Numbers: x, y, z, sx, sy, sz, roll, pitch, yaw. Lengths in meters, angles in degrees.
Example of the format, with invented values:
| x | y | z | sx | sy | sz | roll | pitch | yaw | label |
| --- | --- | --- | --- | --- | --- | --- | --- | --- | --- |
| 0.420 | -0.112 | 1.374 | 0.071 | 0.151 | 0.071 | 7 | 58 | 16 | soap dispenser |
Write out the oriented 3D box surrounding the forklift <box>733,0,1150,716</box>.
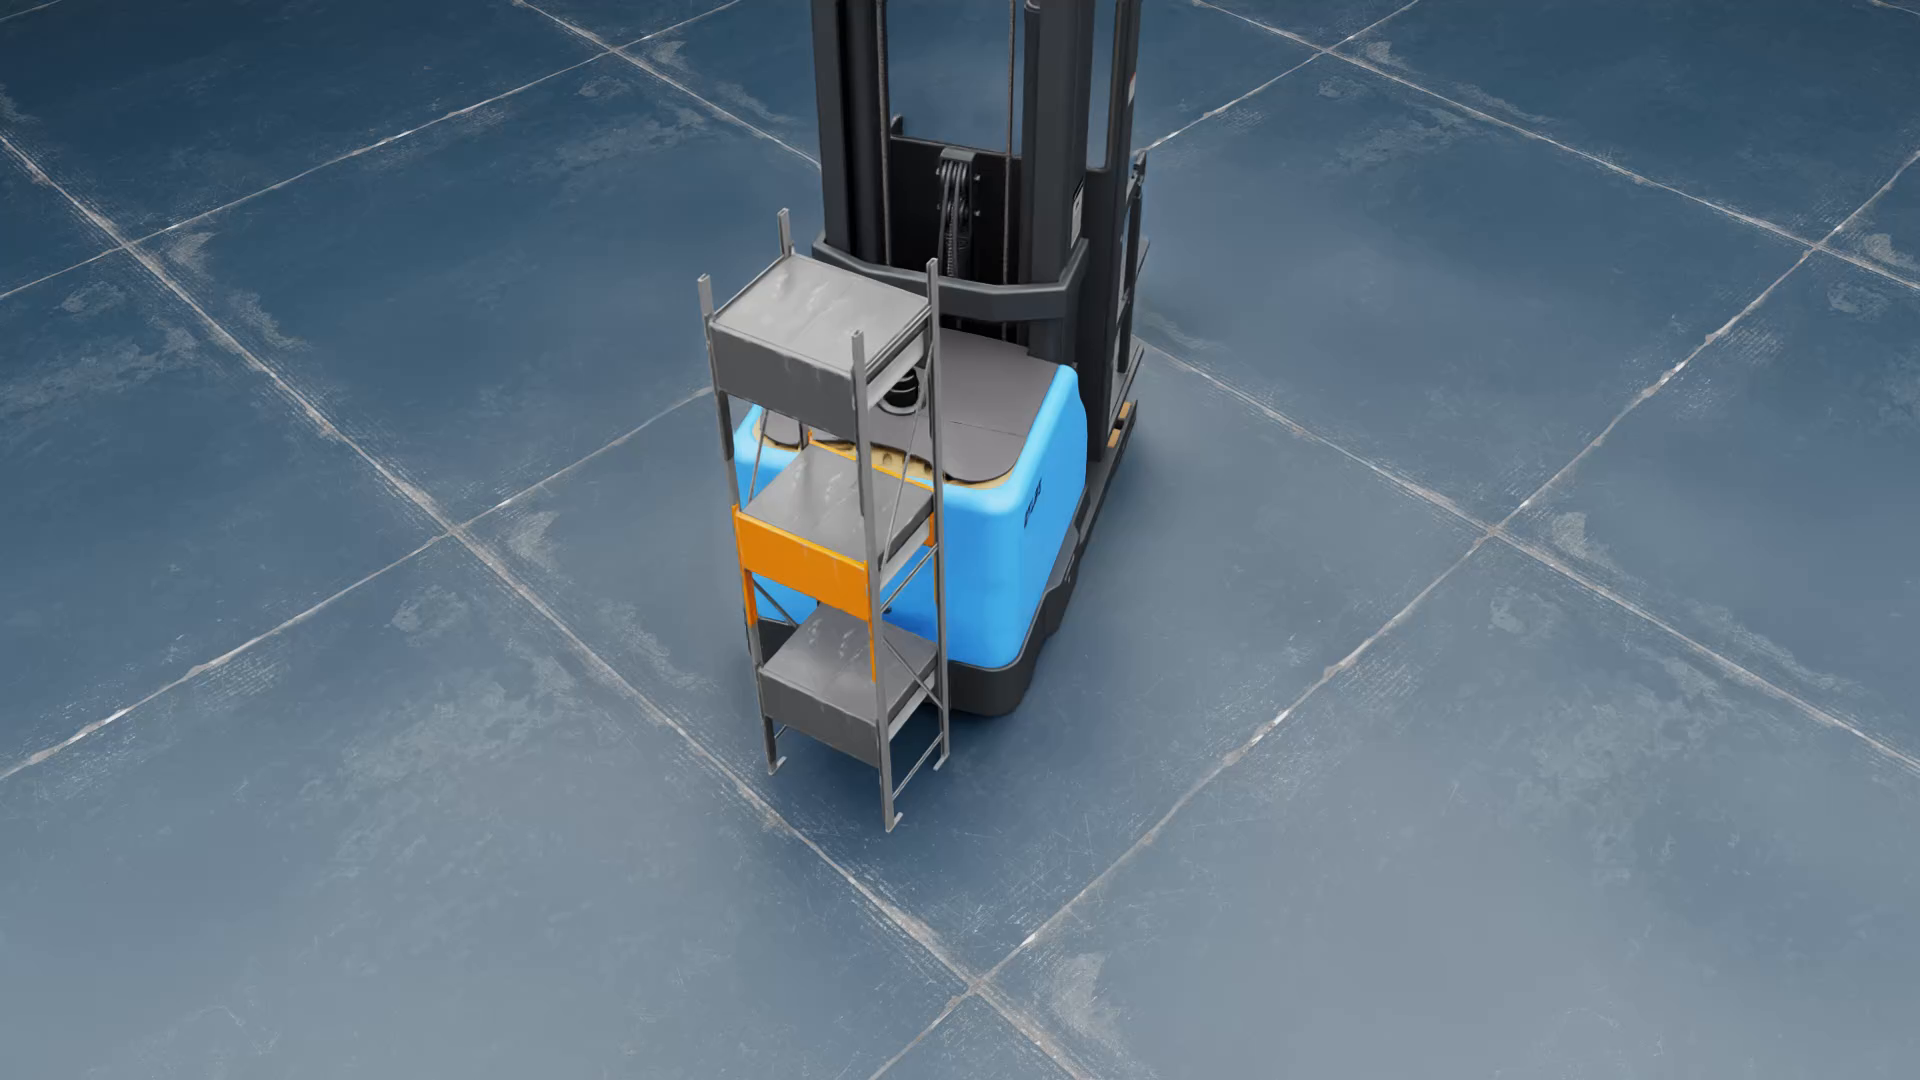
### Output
| x | y | z | sx | sy | sz | roll | pitch | yaw | label |
| --- | --- | --- | --- | --- | --- | --- | --- | --- | --- |
| 0.135 | -1.460 | 6.170 | 1.130 | 2.935 | 3.031 | 12 | 44 | 13 | forklift |

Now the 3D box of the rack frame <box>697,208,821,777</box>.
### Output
| x | y | z | sx | sy | sz | roll | pitch | yaw | label |
| --- | --- | --- | --- | --- | --- | --- | --- | --- | --- |
| -0.576 | -0.048 | 5.247 | 0.015 | 2.100 | 0.400 | 22 | 48 | 22 | rack frame |

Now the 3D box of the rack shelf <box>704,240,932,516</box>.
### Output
| x | y | z | sx | sy | sz | roll | pitch | yaw | label |
| --- | --- | --- | --- | --- | --- | --- | --- | --- | --- |
| -0.374 | -0.458 | 4.680 | 0.480 | 0.518 | 0.431 | 22 | 48 | 22 | rack shelf |

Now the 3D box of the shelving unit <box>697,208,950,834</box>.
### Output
| x | y | z | sx | sy | sz | roll | pitch | yaw | label |
| --- | --- | --- | --- | --- | --- | --- | --- | --- | --- |
| -0.366 | 0.037 | 5.155 | 0.503 | 2.100 | 0.431 | 22 | 48 | 22 | shelving unit |

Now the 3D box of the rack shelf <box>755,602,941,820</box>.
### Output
| x | y | z | sx | sy | sz | roll | pitch | yaw | label |
| --- | --- | --- | --- | --- | --- | --- | --- | --- | --- |
| -0.358 | 0.552 | 5.649 | 0.480 | 0.518 | 0.431 | 22 | 48 | 22 | rack shelf |

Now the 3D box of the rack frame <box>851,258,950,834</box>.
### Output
| x | y | z | sx | sy | sz | roll | pitch | yaw | label |
| --- | --- | --- | --- | --- | --- | --- | --- | --- | --- |
| -0.157 | 0.122 | 5.064 | 0.015 | 2.100 | 0.400 | 22 | 48 | 22 | rack frame |

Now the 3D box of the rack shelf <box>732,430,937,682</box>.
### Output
| x | y | z | sx | sy | sz | roll | pitch | yaw | label |
| --- | --- | --- | --- | --- | --- | --- | --- | --- | --- |
| -0.366 | 0.047 | 5.165 | 0.480 | 0.518 | 0.431 | 22 | 48 | 22 | rack shelf |
